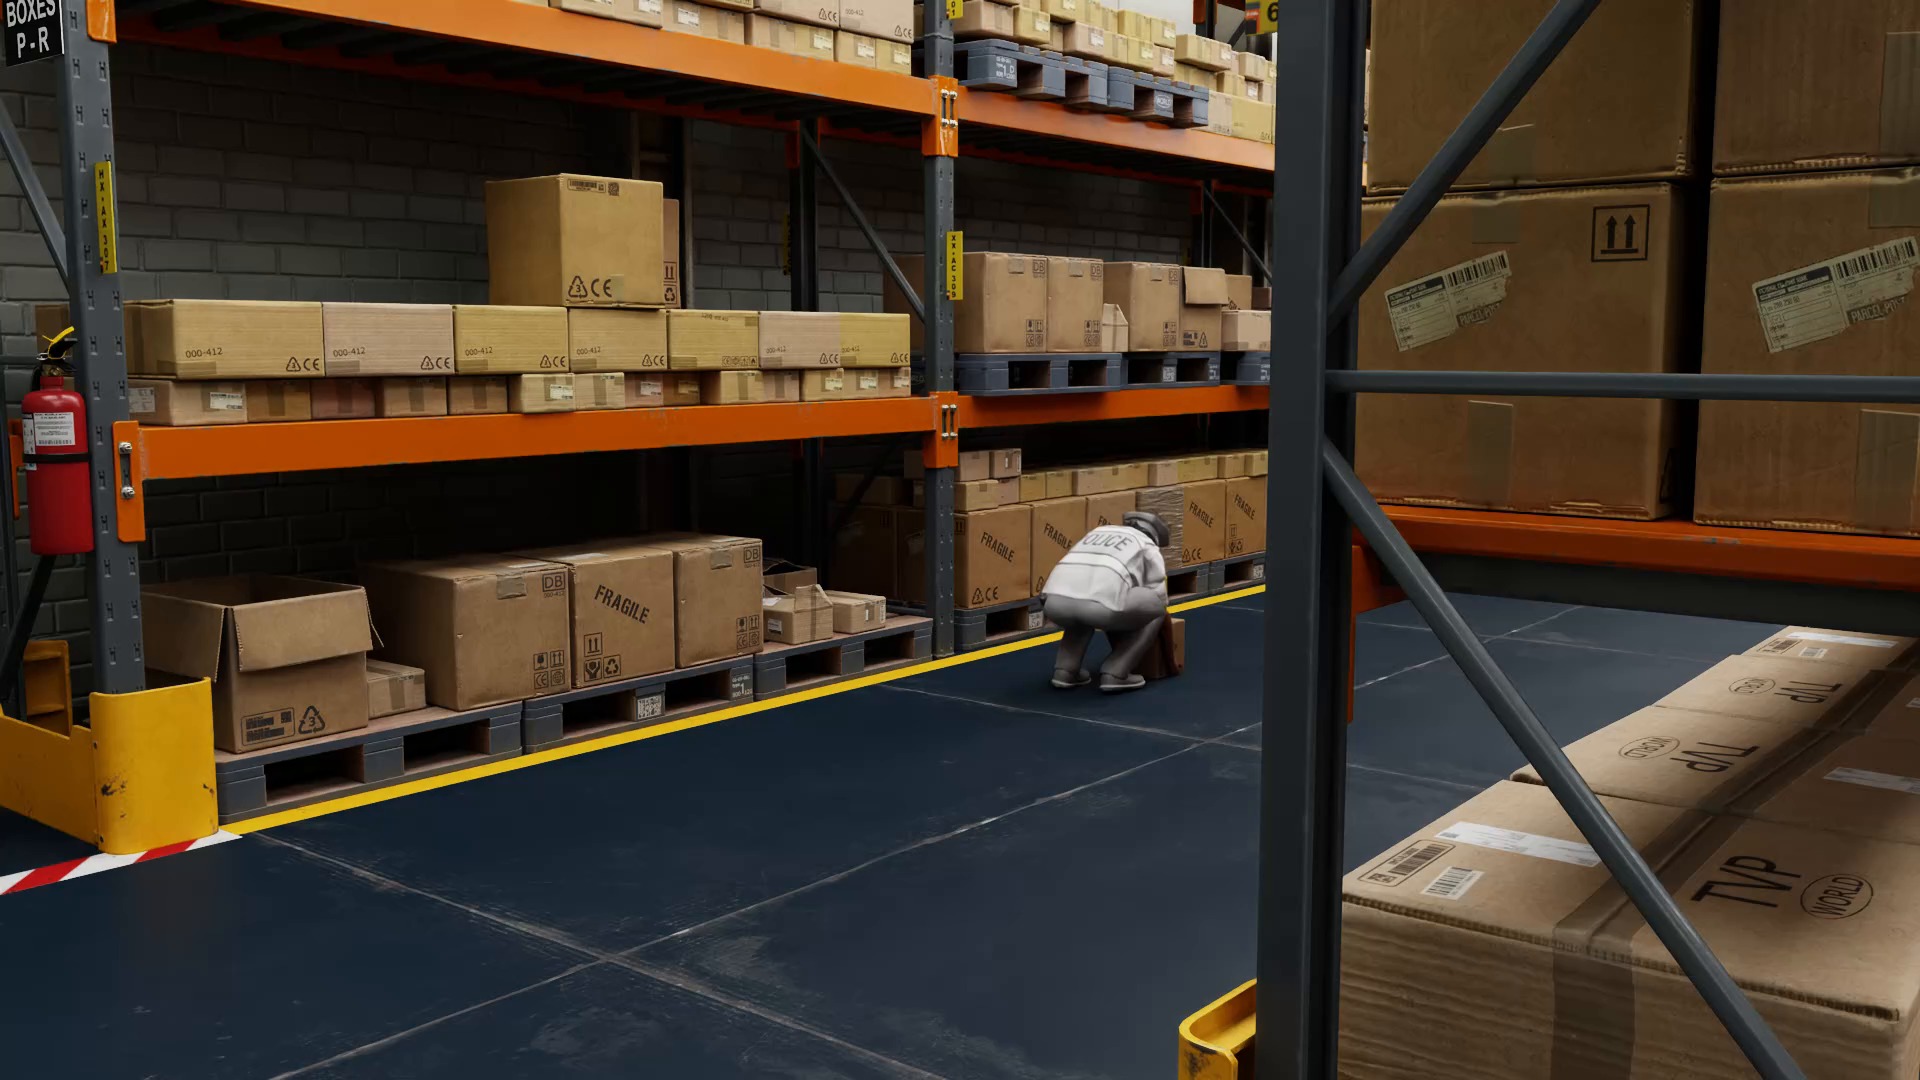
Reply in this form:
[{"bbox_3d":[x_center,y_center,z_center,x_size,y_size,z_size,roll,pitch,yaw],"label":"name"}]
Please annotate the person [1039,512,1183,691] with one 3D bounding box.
[{"bbox_3d":[0.710,0.304,7.677,0.459,0.822,0.907,5,8,35],"label":"person"}]
